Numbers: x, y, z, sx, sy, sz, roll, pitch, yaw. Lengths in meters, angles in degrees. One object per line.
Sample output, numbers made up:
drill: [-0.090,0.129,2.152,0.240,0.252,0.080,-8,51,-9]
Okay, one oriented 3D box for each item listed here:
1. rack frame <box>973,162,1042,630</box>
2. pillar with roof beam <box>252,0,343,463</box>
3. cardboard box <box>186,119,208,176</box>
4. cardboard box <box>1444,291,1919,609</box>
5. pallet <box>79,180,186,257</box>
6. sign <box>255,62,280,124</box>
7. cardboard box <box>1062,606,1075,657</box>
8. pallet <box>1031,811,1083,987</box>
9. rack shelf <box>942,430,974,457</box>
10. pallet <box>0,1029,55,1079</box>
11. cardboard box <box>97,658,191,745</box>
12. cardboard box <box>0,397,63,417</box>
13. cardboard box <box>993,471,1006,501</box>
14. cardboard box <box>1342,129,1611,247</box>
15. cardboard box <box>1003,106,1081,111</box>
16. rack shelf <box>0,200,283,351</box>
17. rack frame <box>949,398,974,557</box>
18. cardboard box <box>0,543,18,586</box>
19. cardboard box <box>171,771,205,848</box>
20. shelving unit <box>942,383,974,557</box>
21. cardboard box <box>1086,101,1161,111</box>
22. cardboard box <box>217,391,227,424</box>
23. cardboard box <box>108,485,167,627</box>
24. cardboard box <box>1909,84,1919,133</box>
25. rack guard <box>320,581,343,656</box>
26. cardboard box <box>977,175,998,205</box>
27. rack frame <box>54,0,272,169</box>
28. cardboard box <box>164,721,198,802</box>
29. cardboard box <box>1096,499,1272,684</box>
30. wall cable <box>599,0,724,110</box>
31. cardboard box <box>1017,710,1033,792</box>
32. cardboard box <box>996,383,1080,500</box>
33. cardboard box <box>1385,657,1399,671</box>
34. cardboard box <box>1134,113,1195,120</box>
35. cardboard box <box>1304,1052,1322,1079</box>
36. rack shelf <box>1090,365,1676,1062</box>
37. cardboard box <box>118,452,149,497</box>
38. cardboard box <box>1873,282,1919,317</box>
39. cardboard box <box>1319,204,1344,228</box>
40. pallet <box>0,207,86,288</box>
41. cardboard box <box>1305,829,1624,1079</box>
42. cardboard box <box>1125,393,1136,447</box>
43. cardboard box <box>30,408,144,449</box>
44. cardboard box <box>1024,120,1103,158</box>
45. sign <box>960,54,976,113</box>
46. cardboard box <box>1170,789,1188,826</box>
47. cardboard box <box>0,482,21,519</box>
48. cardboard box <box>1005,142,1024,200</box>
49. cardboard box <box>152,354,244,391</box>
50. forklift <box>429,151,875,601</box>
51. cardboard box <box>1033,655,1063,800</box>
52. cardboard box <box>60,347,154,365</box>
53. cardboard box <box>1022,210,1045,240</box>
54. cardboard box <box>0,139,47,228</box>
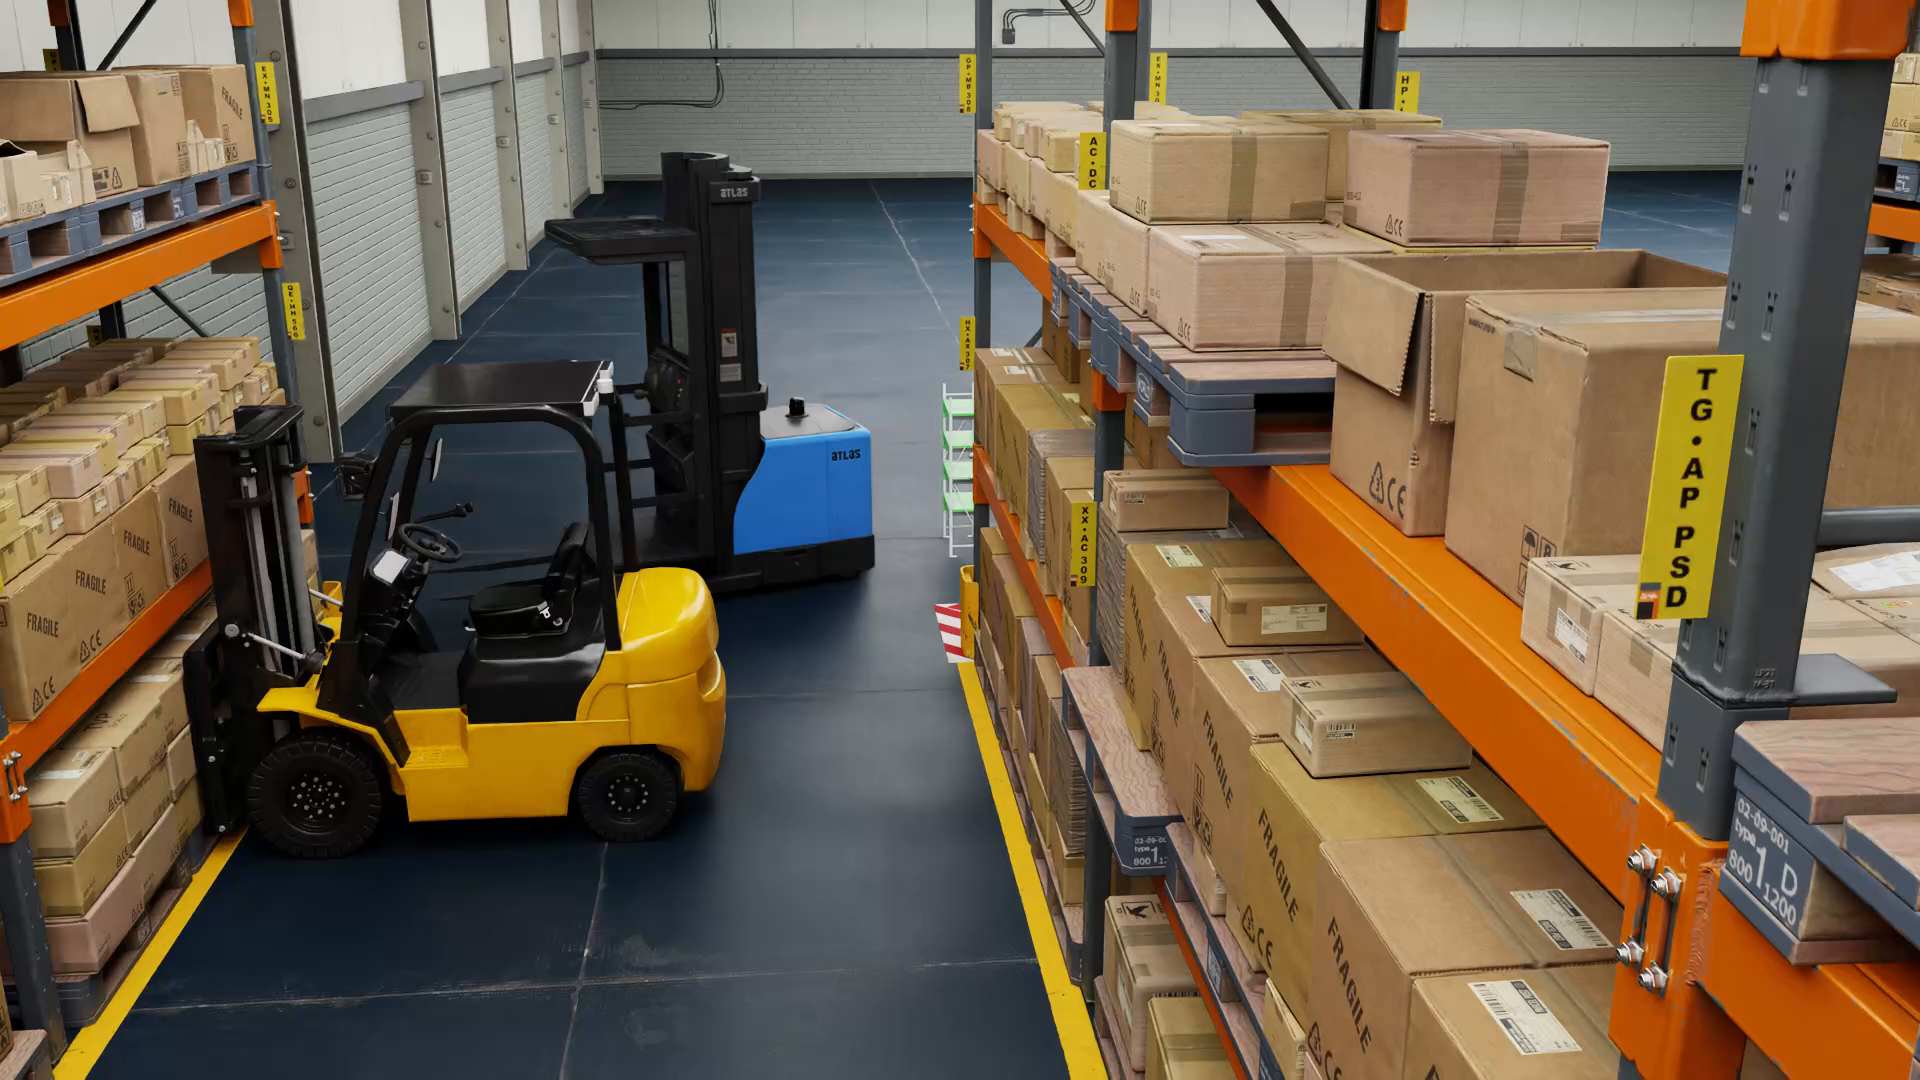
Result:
rack frame: [0.588,-0.781,10.158,1.000,3.000,0.127,-2,18,-6]
pillar with roof beam: [-1.510,-5.174,14.135,9.100,9.000,0.400,-2,18,-6]
cardboard box: [-3.935,-1.929,8.162,0.396,0.266,0.258,-2,18,-5]
cardboard box: [1.325,-0.159,3.002,0.700,0.500,0.500,-2,18,-6]
pallet: [-4.173,-1.440,7.396,1.003,0.211,1.213,-2,18,-6]
sign: [-3.808,-2.455,9.136,0.100,0.325,0.005,-2,18,-6]
cardboard box: [0.632,0.370,6.910,0.380,0.149,0.250,-1,17,-4]
pallet: [0.896,1.542,7.413,1.003,0.211,1.213,-2,18,-6]
rack shelf: [0.017,-0.691,12.288,0.258,0.148,0.480,-2,18,-6]
pallet: [-3.822,2.114,5.592,1.003,0.211,1.213,-2,18,-6]
cardboard box: [-3.780,0.745,7.516,0.500,0.250,0.500,-1,17,-4]
cardboard box: [-4.396,-0.558,7.699,0.380,0.149,0.250,-2,18,-5]
cardboard box: [0.384,-0.320,9.109,0.380,0.149,0.250,-2,17,-5]
cardboard box: [1.314,-0.916,4.293,0.500,0.250,0.500,-1,17,-5]
cardboard box: [0.428,-2.210,8.788,0.380,0.149,0.250,-2,18,-6]
rack shelf: [-4.143,-1.119,7.426,1.077,0.370,4.000,-2,18,-6]
rack frame: [0.042,-0.450,12.109,0.240,1.200,0.015,-2,18,-6]
cardboard box: [-3.708,0.105,6.086,0.380,0.149,0.250,-2,18,-7]
cardboard box: [-3.793,1.219,7.677,0.500,0.250,0.500,-1,17,-5]
shelving unit: [0.017,-0.523,12.340,0.258,1.200,0.503,-2,18,-6]
cardboard box: [0.916,-2.381,9.335,0.380,0.149,0.250,-2,18,-5]
cardboard box: [-3.998,-0.661,8.524,0.380,0.149,0.250,-2,18,-6]
cardboard box: [-3.846,0.071,7.275,0.500,0.500,0.500,-2,18,-6]
cardboard box: [5.402,-2.261,8.748,0.500,0.250,0.500,-2,18,-6]
rack guard: [-4.351,0.559,10.063,1.175,0.500,0.348,-2,18,-6]
cardboard box: [0.299,-1.984,9.399,0.380,0.149,0.250,-2,18,-6]
rack frame: [-4.349,-3.489,8.767,1.000,3.000,0.127,-2,18,-6]
cardboard box: [-3.773,0.984,7.589,0.500,0.250,0.500,-2,18,-6]
cardboard box: [0.764,0.169,5.766,0.500,0.500,0.500,-1,17,-4]
wall cable: [-7.256,-11.629,39.879,3.097,2.526,0.112,-2,18,-6]
cardboard box: [0.559,1.044,8.233,0.500,0.250,0.500,-2,17,-5]
cardboard box: [0.471,-0.515,8.647,0.500,0.500,0.500,-2,18,-7]
cardboard box: [1.431,0.609,4.366,0.500,0.500,0.500,-2,18,-8]
cardboard box: [0.943,-1.999,8.116,0.380,0.149,0.250,-2,18,-7]
cardboard box: [0.957,1.205,3.550,0.380,0.149,0.250,-3,18,-8]
rack shelf: [1.207,-0.082,4.122,1.077,0.370,4.000,-2,18,-6]
cardboard box: [-3.811,-0.278,7.304,0.380,0.149,0.250,-2,18,-7]
cardboard box: [5.572,-1.107,9.143,0.875,0.550,0.550,-2,18,-6]
cardboard box: [1.252,-0.829,4.851,0.500,0.250,0.500,-2,17,-5]
pallet: [-4.050,-1.077,6.241,1.003,0.211,1.213,-2,18,-6]
cardboard box: [1.025,0.932,3.337,0.500,0.500,0.500,-2,18,-7]
cardboard box: [1.115,-0.697,7.557,0.700,0.500,0.500,-2,18,-7]
cardboard box: [-3.929,-0.493,7.494,0.380,0.149,0.250,-2,18,-5]
cardboard box: [0.496,-1.828,7.572,0.380,0.149,0.250,-2,17,-5]
sign: [0.048,-2.613,9.524,0.100,0.325,0.005,-2,18,-6]
cardboard box: [0.850,0.739,5.033,0.380,0.149,0.250,-2,17,-5]
cardboard box: [-3.809,-0.113,6.282,0.380,0.149,0.250,-2,17,-5]
cardboard box: [0.495,-1.821,8.216,0.500,0.250,0.500,-1,17,-4]
cardboard box: [-3.992,-0.876,8.713,0.380,0.149,0.250,-1,17,-4]
forklift: [-2.164,-1.084,11.236,3.031,2.935,1.130,-8,19,-24]
cardboard box: [0.618,0.845,7.616,0.500,0.500,0.500,-1,17,-5]
cardboard box: [-4.562,-0.938,8.911,0.380,0.149,0.250,-1,17,-4]
cardboard box: [0.504,-1.522,7.927,0.380,0.149,0.250,-2,18,-7]
cardboard box: [-3.780,-1.327,6.169,0.500,0.311,0.500,-1,17,-5]
